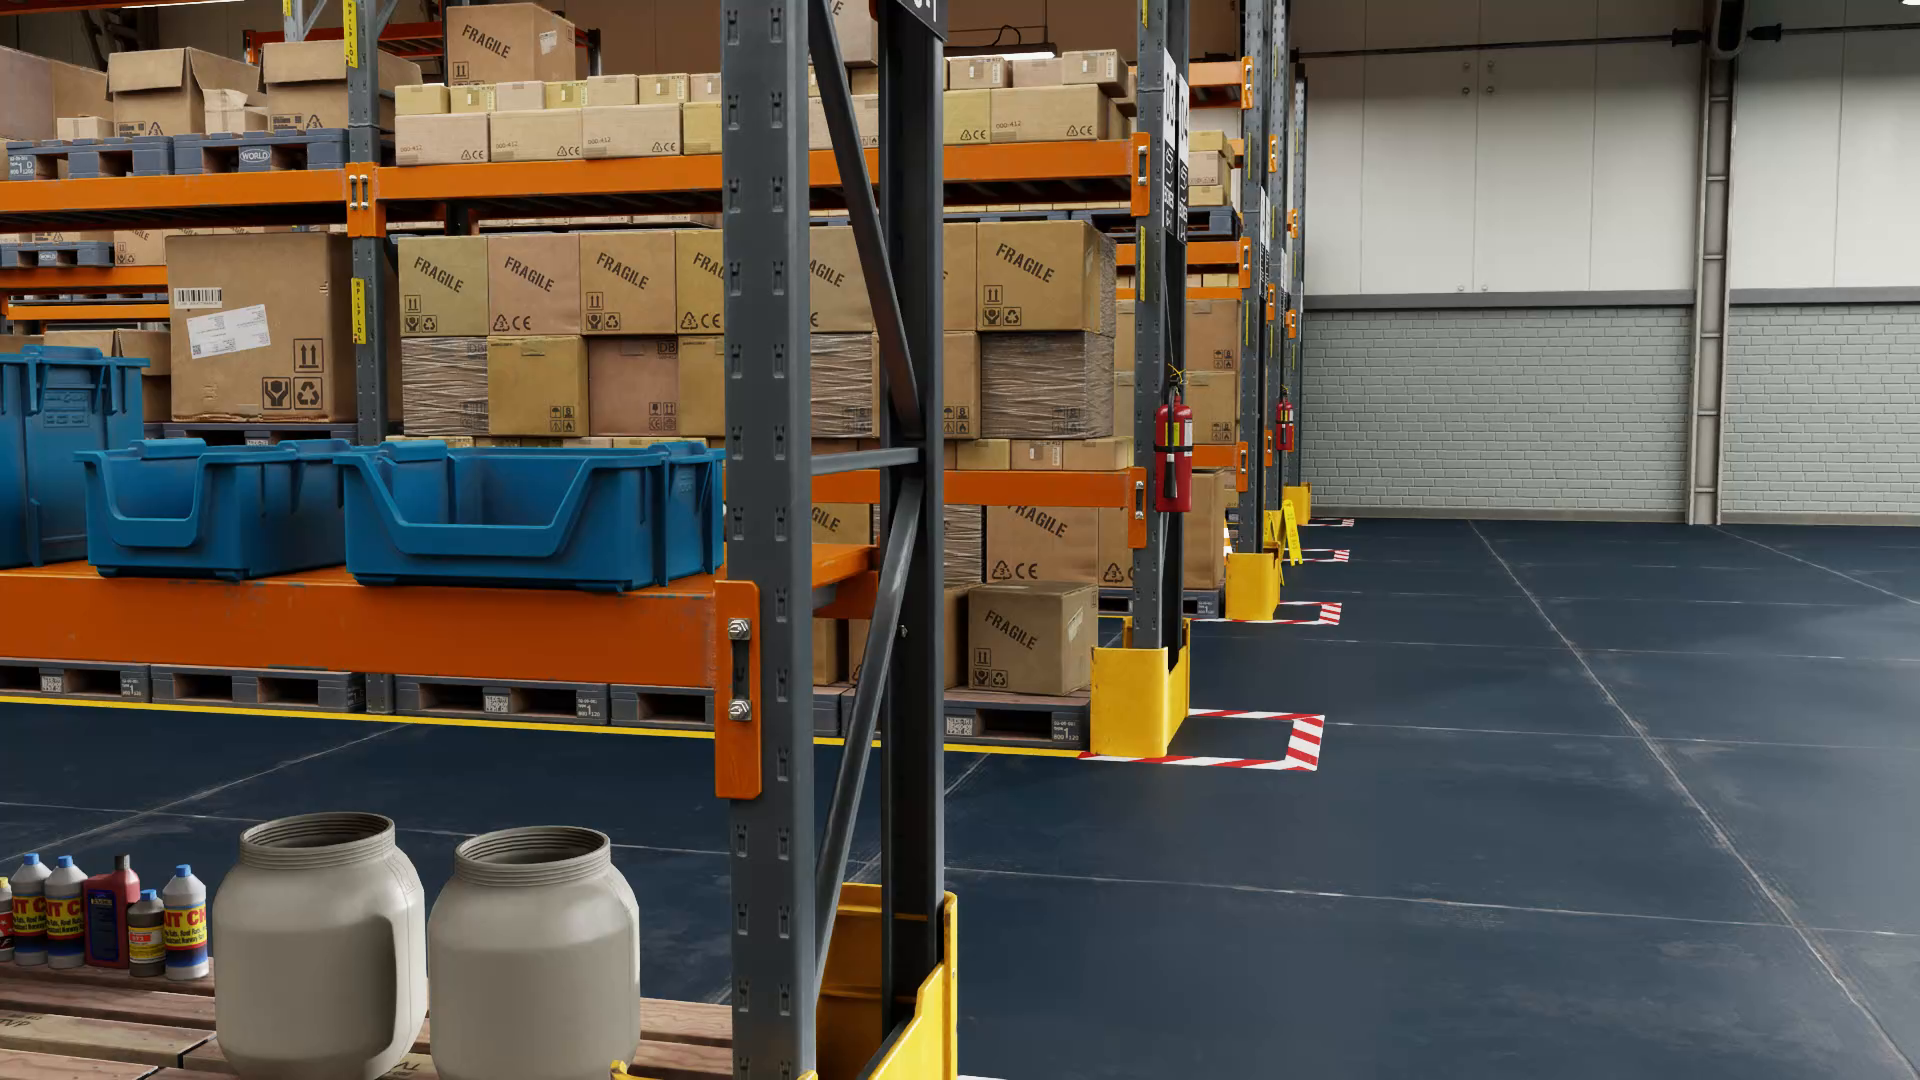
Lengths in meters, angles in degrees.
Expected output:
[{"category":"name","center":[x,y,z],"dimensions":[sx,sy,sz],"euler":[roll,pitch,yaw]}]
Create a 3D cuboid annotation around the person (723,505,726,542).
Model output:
[{"category":"person","center":[-1.269,0.257,10.498],"dimensions":[0.908,1.006,0.556],"euler":[1,5,12]}]
